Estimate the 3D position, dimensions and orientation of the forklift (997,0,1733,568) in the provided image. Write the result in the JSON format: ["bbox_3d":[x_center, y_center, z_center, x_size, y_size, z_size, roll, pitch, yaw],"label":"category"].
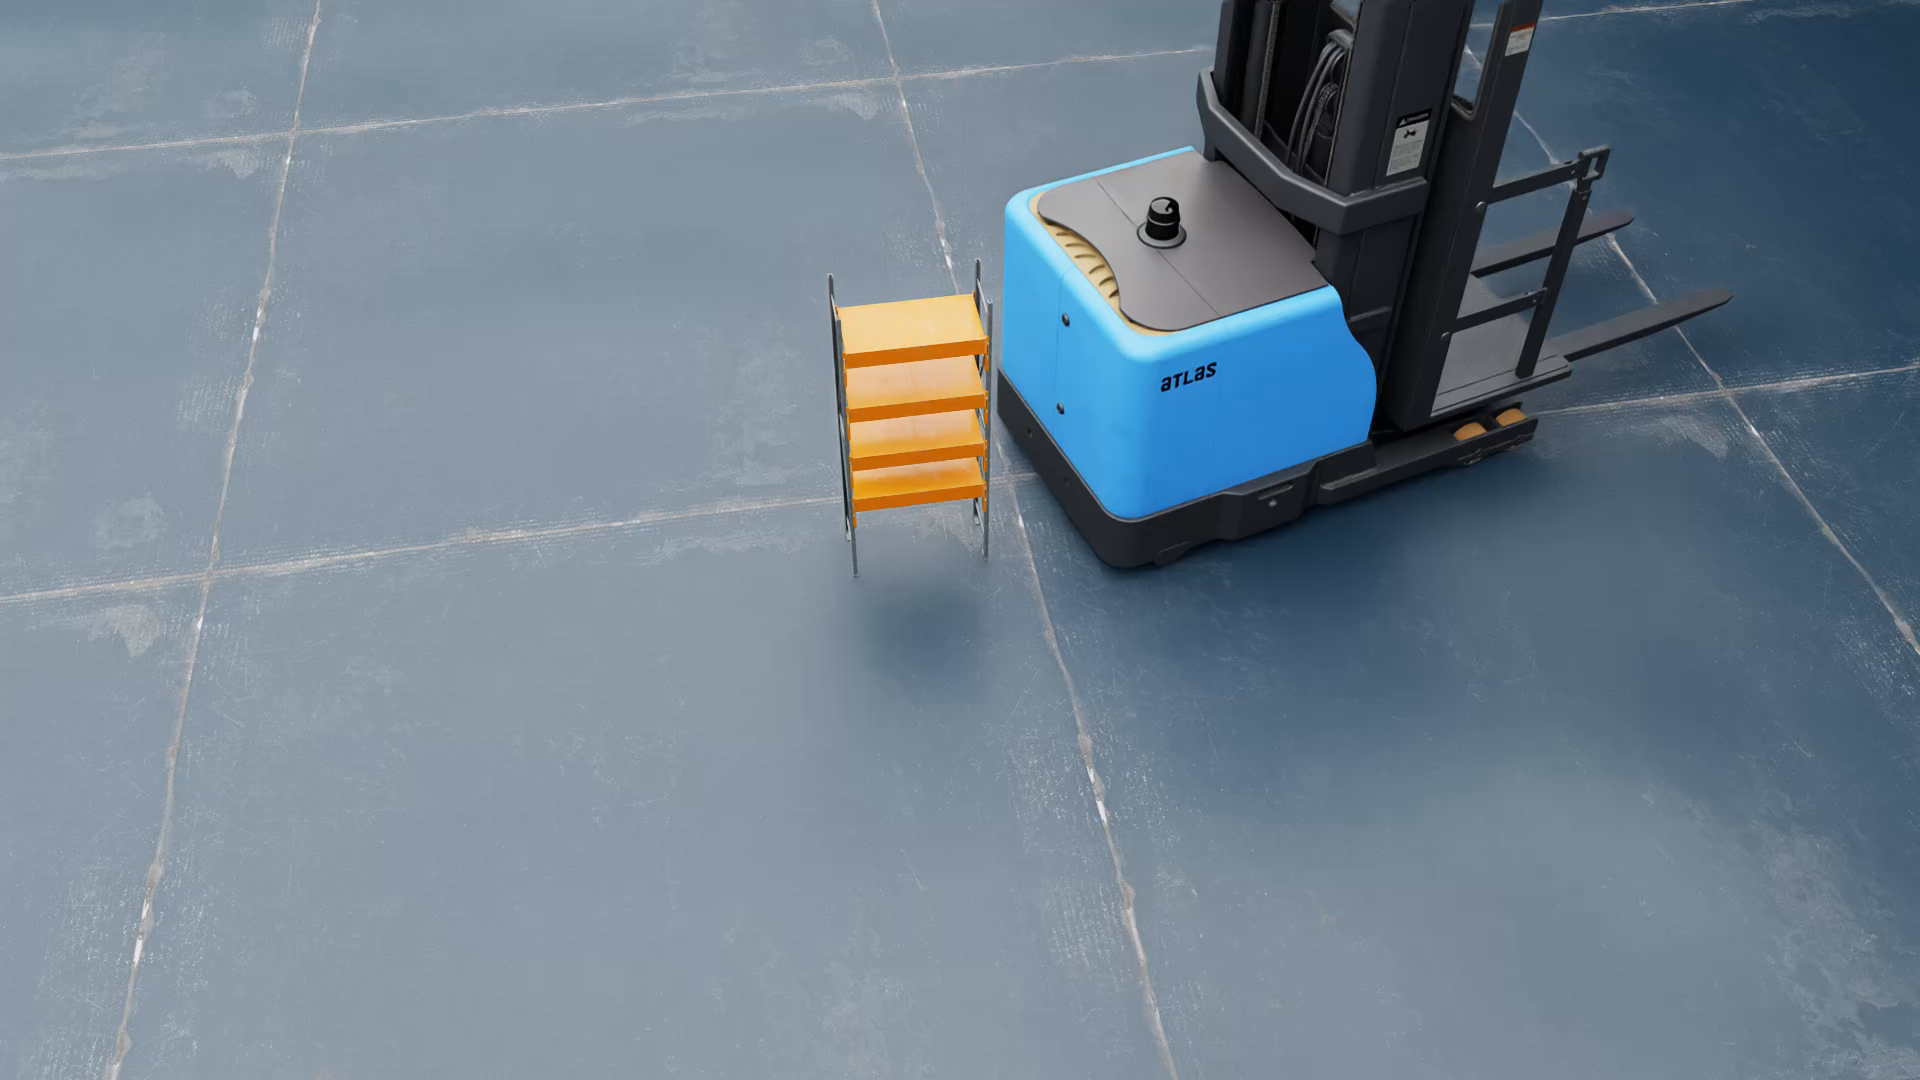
[{"bbox_3d":[1.707,-1.640,5.795,3.031,2.935,1.130,-18,49,-17],"label":"forklift"}]

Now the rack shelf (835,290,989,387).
[{"bbox_3d":[-0.163,-0.669,5.515,0.480,0.148,0.258,-7,46,-7],"label":"rack shelf"}]

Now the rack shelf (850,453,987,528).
[{"bbox_3d":[-0.163,-0.212,5.990,0.480,0.148,0.258,-7,46,-7],"label":"rack shelf"}]

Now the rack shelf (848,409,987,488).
[{"bbox_3d":[-0.163,-0.349,5.847,0.480,0.148,0.258,-7,46,-7],"label":"rack shelf"}]

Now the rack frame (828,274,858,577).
[{"bbox_3d":[-0.404,-0.366,5.769,0.015,1.200,0.240,-7,46,-7],"label":"rack frame"}]

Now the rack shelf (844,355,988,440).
[{"bbox_3d":[-0.163,-0.505,5.686,0.480,0.148,0.258,-7,46,-7],"label":"rack shelf"}]

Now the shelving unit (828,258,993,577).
[{"bbox_3d":[-0.163,-0.396,5.798,0.503,1.200,0.258,-7,46,-7],"label":"shelving unit"}]

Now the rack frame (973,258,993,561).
[{"bbox_3d":[0.077,-0.426,5.827,0.015,1.200,0.240,-7,46,-7],"label":"rack frame"}]
